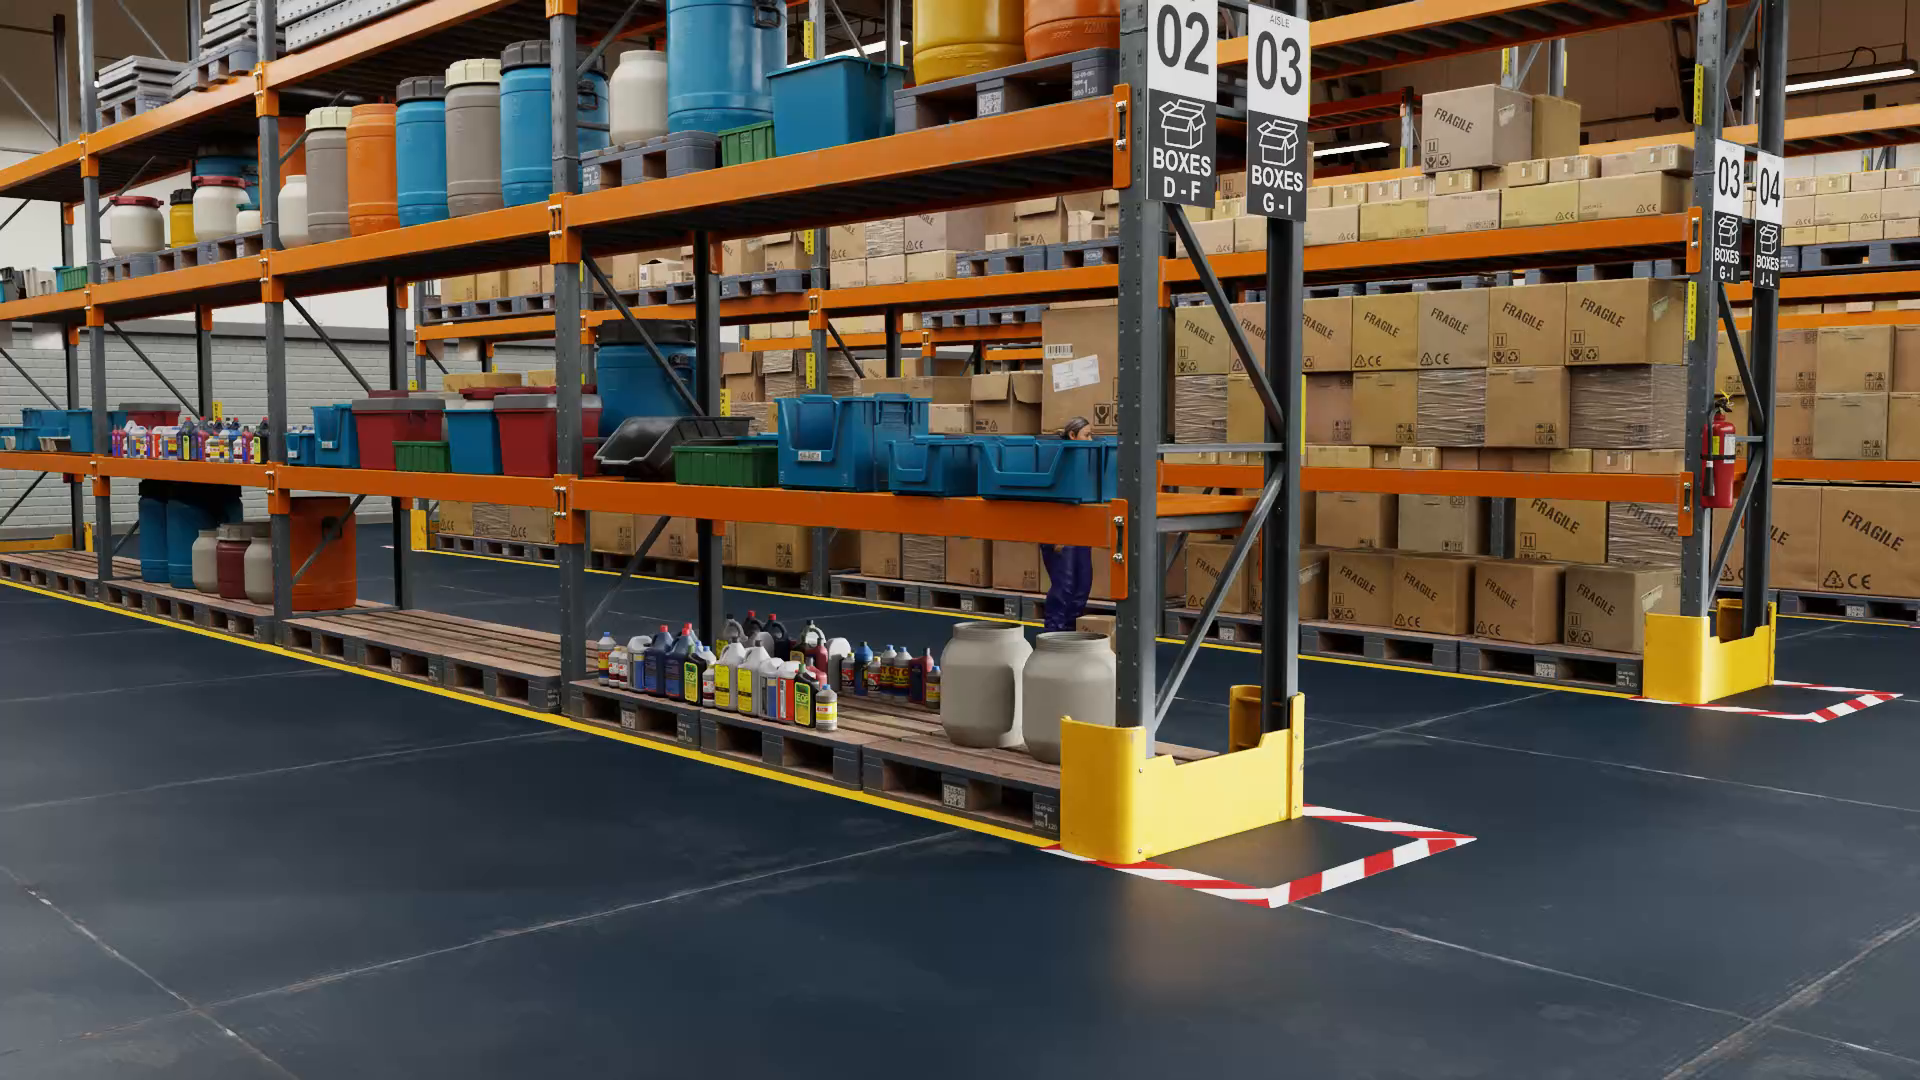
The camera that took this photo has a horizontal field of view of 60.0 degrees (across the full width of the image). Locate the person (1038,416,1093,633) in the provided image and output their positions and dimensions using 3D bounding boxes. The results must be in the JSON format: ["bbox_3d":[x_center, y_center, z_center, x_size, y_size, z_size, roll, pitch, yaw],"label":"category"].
[{"bbox_3d":[0.757,-0.041,11.685,0.378,1.651,0.538,2,5,30],"label":"person"}]
